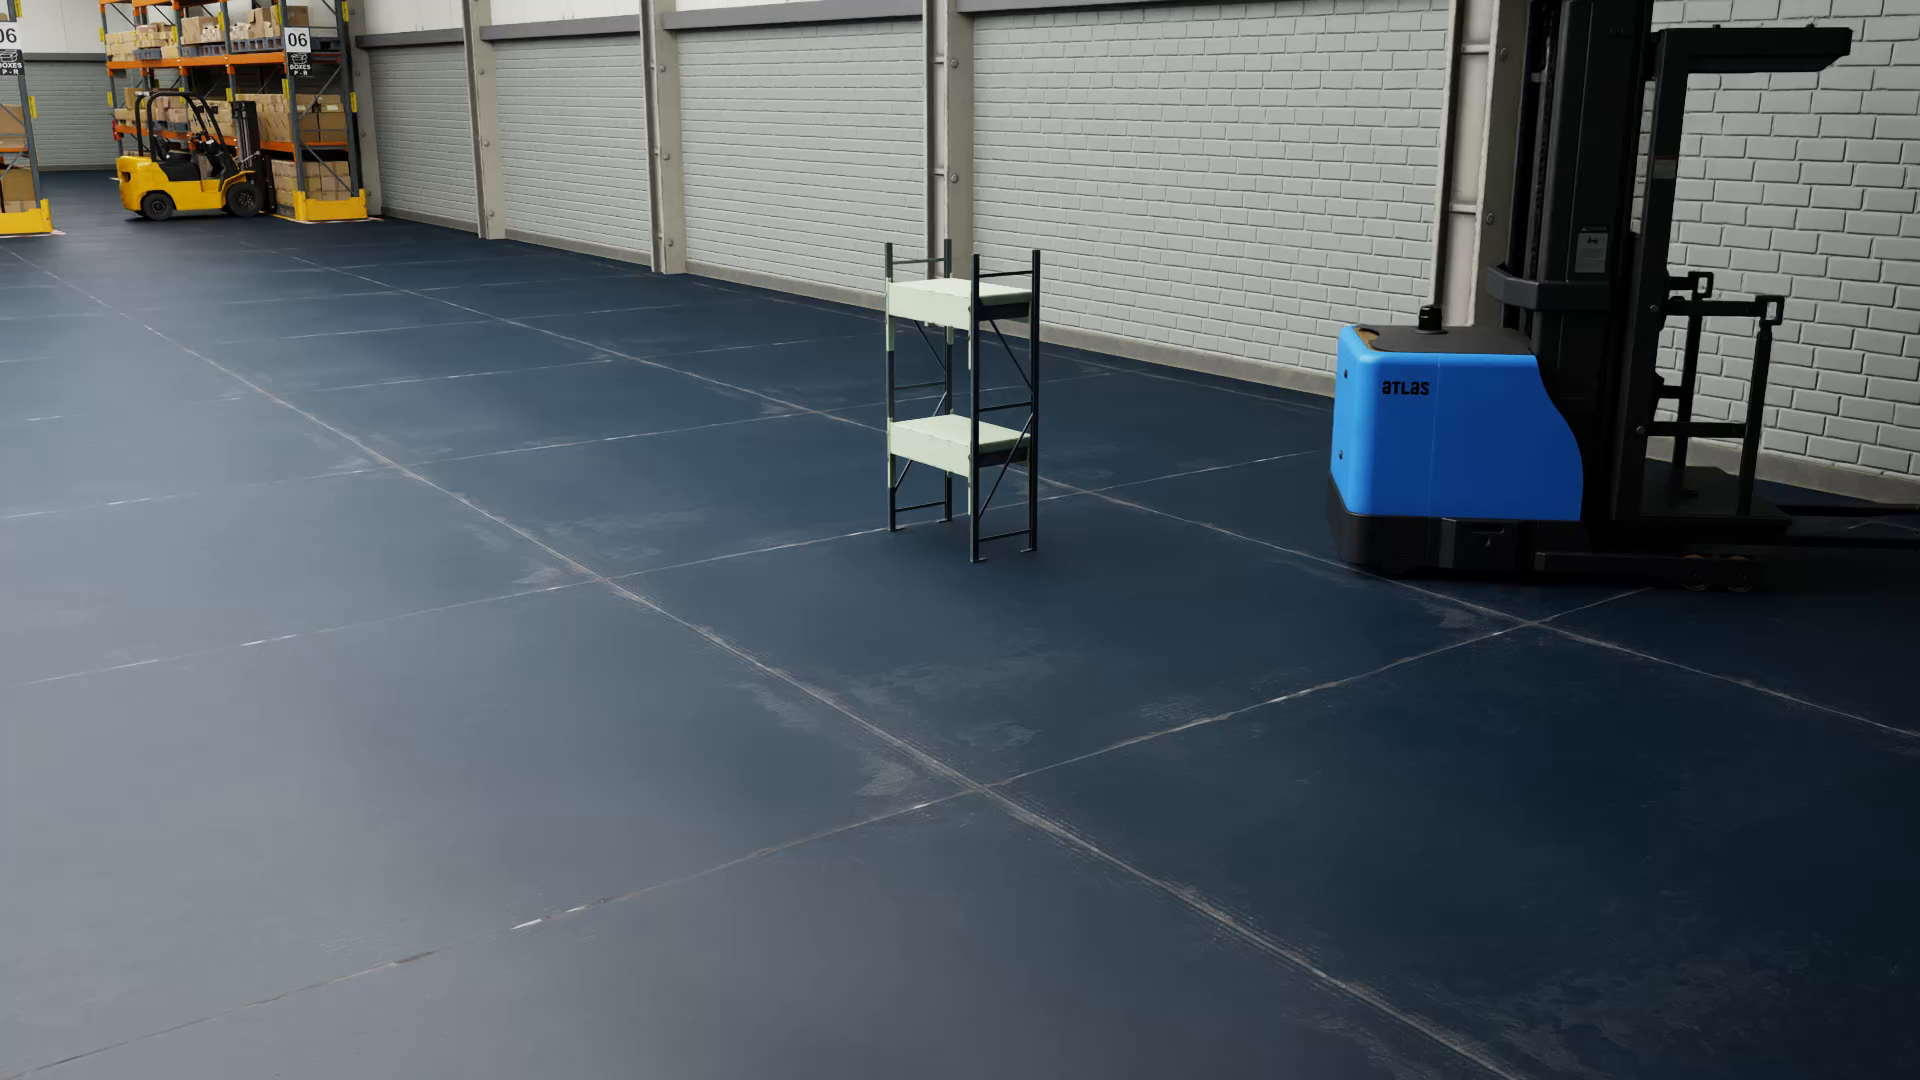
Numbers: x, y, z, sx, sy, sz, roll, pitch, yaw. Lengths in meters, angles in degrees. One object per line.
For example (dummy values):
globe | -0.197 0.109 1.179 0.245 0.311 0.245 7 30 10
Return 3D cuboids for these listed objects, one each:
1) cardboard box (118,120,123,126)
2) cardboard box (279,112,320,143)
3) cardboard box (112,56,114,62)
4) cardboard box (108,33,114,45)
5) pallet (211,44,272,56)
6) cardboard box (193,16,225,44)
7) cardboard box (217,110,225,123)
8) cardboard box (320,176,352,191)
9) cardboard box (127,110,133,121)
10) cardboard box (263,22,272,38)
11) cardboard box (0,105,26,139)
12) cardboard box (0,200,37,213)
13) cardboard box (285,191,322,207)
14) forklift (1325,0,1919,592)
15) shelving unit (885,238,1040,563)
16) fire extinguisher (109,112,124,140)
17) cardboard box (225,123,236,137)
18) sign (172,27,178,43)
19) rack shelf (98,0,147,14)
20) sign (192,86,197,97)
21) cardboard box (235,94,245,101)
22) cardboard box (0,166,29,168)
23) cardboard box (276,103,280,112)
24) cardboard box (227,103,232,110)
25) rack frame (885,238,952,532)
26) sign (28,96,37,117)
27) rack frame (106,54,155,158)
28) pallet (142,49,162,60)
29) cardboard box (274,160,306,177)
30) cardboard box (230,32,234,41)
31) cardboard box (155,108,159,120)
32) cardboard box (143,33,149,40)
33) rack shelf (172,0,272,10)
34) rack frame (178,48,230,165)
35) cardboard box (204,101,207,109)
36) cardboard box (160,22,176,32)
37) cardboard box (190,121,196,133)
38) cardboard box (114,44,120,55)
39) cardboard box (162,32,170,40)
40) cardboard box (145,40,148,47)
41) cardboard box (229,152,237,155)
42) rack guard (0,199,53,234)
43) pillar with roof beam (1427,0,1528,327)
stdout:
cardboard box | -20.448 -10.260 40.855 0.380 0.149 0.250 -11 19 -35
cardboard box | -11.514 -7.190 28.973 0.500 0.500 0.500 -11 19 -36
cardboard box | -20.420 -11.715 40.491 0.380 0.149 0.250 -10 18 -33
cardboard box | -20.078 -12.007 39.857 0.500 0.250 0.500 -11 19 -35
pallet | -13.893 -9.472 32.182 0.805 0.209 1.217 -12 19 -37
cardboard box | -14.889 -10.121 33.017 0.500 0.500 0.500 -10 18 -33
cardboard box | -14.168 -8.274 32.461 0.500 0.250 0.500 -11 19 -36
cardboard box | -11.121 -6.327 29.477 0.500 0.250 0.500 -10 18 -34
cardboard box | -19.456 -10.105 39.534 0.500 0.250 0.500 -11 19 -36
cardboard box | -11.894 -8.894 28.976 0.396 0.266 0.258 -11 19 -34
cardboard box | -15.079 -6.642 26.408 0.500 0.500 0.500 -11 19 -35
cardboard box | -15.276 -5.397 27.027 0.500 0.250 0.500 -11 19 -35
cardboard box | -11.544 -6.005 29.246 0.500 0.250 0.500 -11 19 -34
forklift | 3.387 -1.321 7.850 3.031 2.935 1.130 2 15 7
shelving unit | 0.004 -0.722 8.373 0.431 1.500 0.755 -11 19 -35
fire extinguisher | -20.880 -10.236 41.146 0.296 0.674 0.183 -11 19 -35
cardboard box | -13.872 -7.926 32.137 0.500 0.250 0.500 -10 18 -33
sign | -16.156 -10.398 34.222 0.100 0.325 0.005 -11 19 -35
rack shelf | -19.244 -12.612 38.977 1.077 0.370 4.000 -11 19 -35
sign | -17.621 -10.285 38.278 0.100 0.325 0.005 -11 19 -35
cardboard box | -13.417 -8.322 31.317 0.380 0.149 0.250 -10 18 -33
cardboard box | -15.601 -5.875 27.352 0.500 0.500 0.500 -12 19 -37
cardboard box | -11.857 -7.638 29.383 0.380 0.149 0.250 -11 19 -35
cardboard box | -13.911 -8.383 32.105 0.380 0.149 0.250 -11 19 -35
rack frame | -0.211 -0.800 8.658 0.400 1.500 0.023 -11 19 -35
sign | -14.586 -6.808 26.127 0.100 0.325 0.005 -11 19 -35
rack frame | -20.420 -10.494 41.234 1.000 3.000 0.127 -11 19 -35
pallet | -17.129 -10.624 36.386 1.213 0.211 1.003 -11 19 -35
cardboard box | -11.840 -6.594 29.504 0.500 0.250 0.500 -10 18 -34
cardboard box | -13.346 -9.365 30.918 0.380 0.149 0.250 -10 18 -33
cardboard box | -17.561 -9.421 36.774 0.396 0.266 0.258 -10 18 -32
cardboard box | -17.745 -11.070 36.585 0.380 0.149 0.250 -11 19 -35
rack shelf | -14.540 -10.712 32.788 1.077 0.370 4.000 -11 19 -35
rack frame | -15.716 -8.785 34.993 1.000 3.000 0.127 -11 19 -35
cardboard box | -14.999 -8.759 33.477 0.380 0.149 0.250 -10 18 -33
cardboard box | -17.650 -11.453 37.201 0.396 0.266 0.258 -11 19 -35
cardboard box | -15.653 -8.580 34.528 0.500 0.250 0.500 -11 19 -34
cardboard box | -19.774 -11.658 39.526 0.500 0.250 0.500 -12 19 -36
cardboard box | -16.770 -10.747 35.442 0.380 0.149 0.250 -11 19 -36
cardboard box | -17.611 -10.873 36.428 0.380 0.149 0.250 -11 19 -35
cardboard box | -15.770 -8.255 35.765 0.380 0.149 0.250 -10 18 -32
rack guard | -15.070 -5.116 26.323 1.175 0.500 0.348 -11 19 -35
pillar with roof beam | -0.063 -4.466 7.848 9.100 9.000 0.400 -11 19 -35
